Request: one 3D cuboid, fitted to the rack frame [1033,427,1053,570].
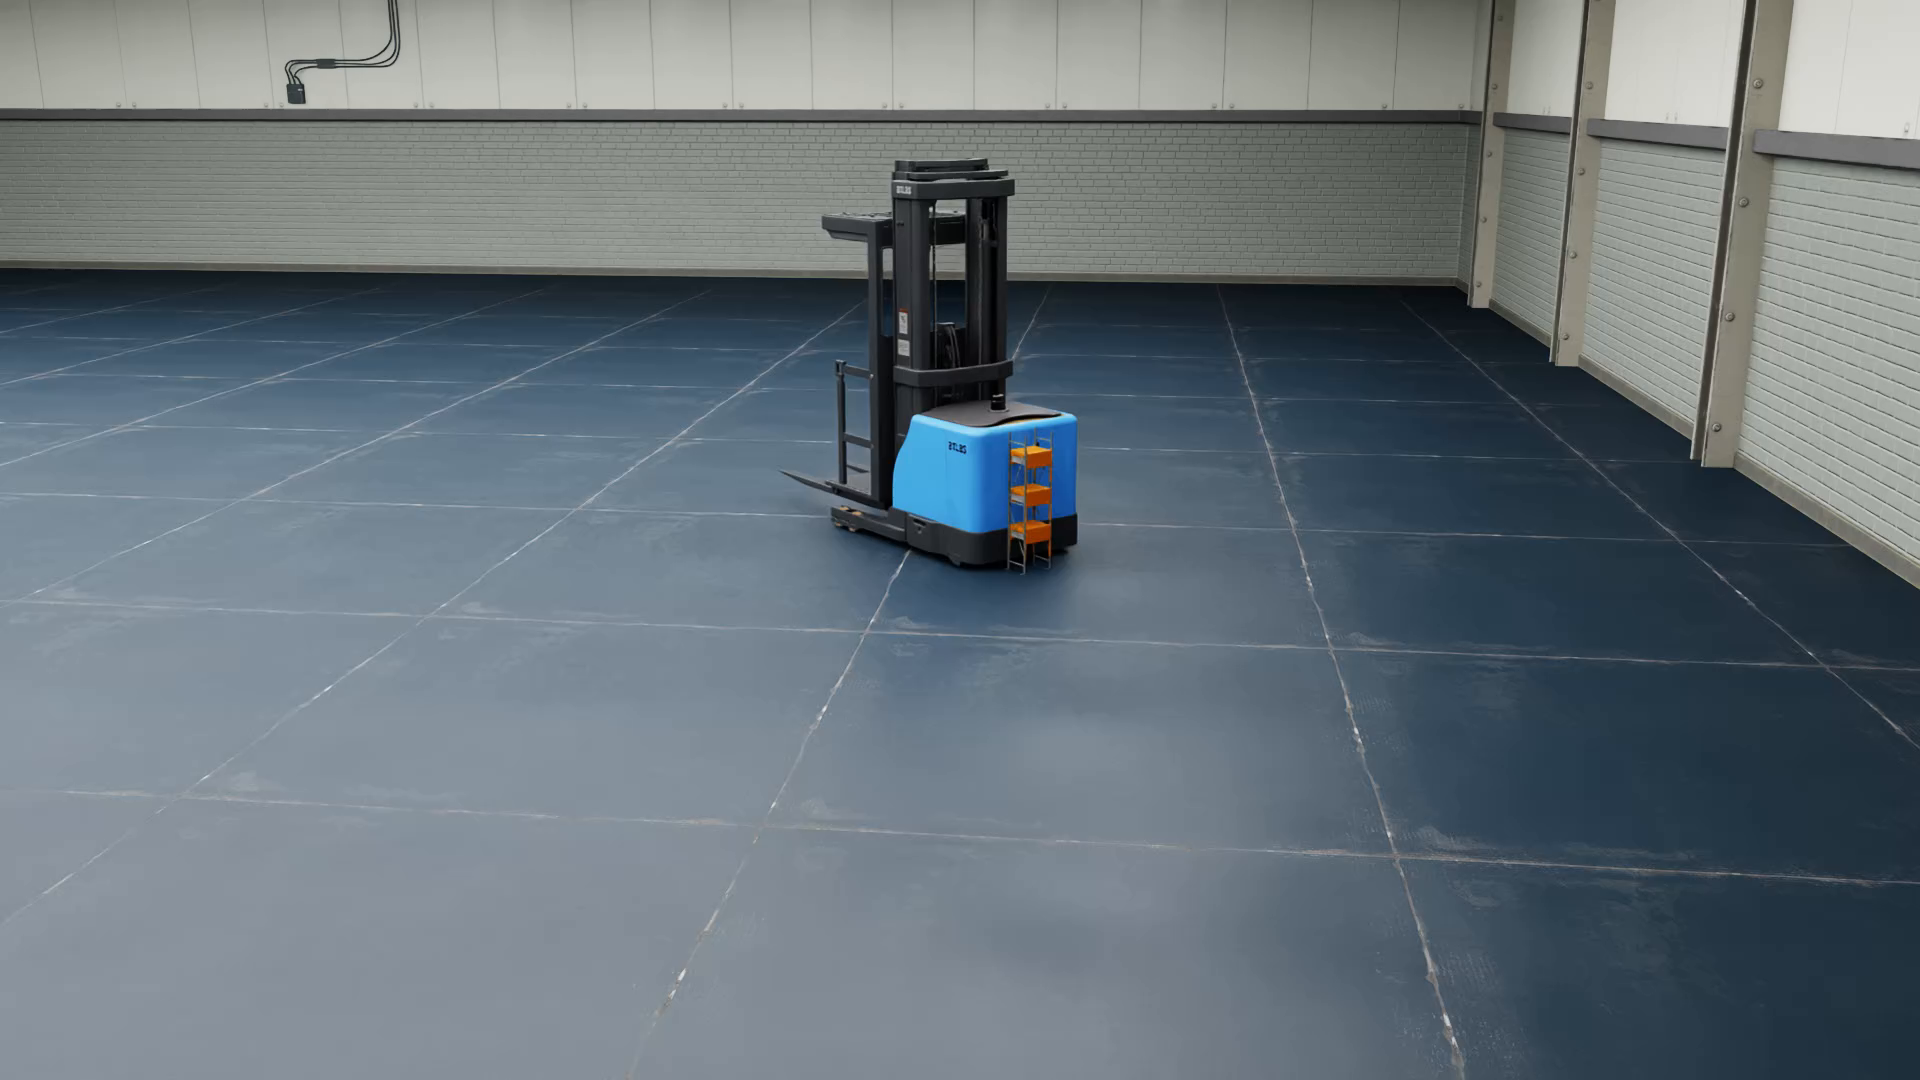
[{"bbox_3d":[0.609,-0.303,12.270,0.008,1.050,0.200,-11,19,-36],"label":"rack frame"}]

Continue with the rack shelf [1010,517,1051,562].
[{"bbox_3d":[0.512,-0.005,12.274,0.240,0.259,0.215,-11,19,-36],"label":"rack shelf"}]

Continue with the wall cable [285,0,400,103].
[{"bbox_3d":[-11.670,-11.206,30.848,2.305,6.003,0.169,2,15,6],"label":"wall cable"}]

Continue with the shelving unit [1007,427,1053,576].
[{"bbox_3d":[0.512,-0.283,12.199,0.252,1.050,0.215,-11,19,-36],"label":"shelving unit"}]

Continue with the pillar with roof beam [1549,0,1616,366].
[{"bbox_3d":[3.597,-6.765,20.942,9.100,9.000,0.400,2,15,6],"label":"pillar with roof beam"}]

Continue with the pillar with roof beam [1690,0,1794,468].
[{"bbox_3d":[2.920,-5.209,15.187,9.100,9.000,0.400,2,15,6],"label":"pillar with roof beam"}]

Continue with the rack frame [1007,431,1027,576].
[{"bbox_3d":[0.416,-0.264,12.127,0.008,1.050,0.200,-11,19,-36],"label":"rack frame"}]

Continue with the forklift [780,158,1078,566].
[{"bbox_3d":[-0.394,-1.549,13.275,1.130,2.935,3.031,-11,19,-36],"label":"forklift"}]

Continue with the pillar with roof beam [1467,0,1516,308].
[{"bbox_3d":[4.274,-8.321,26.697,9.100,9.000,0.400,2,15,6],"label":"pillar with roof beam"}]

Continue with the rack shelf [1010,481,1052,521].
[{"bbox_3d":[0.512,-0.273,12.201,0.240,0.259,0.215,-11,19,-36],"label":"rack shelf"}]

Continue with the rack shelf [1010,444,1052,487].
[{"bbox_3d":[0.513,-0.547,12.127,0.240,0.259,0.215,-11,19,-36],"label":"rack shelf"}]
